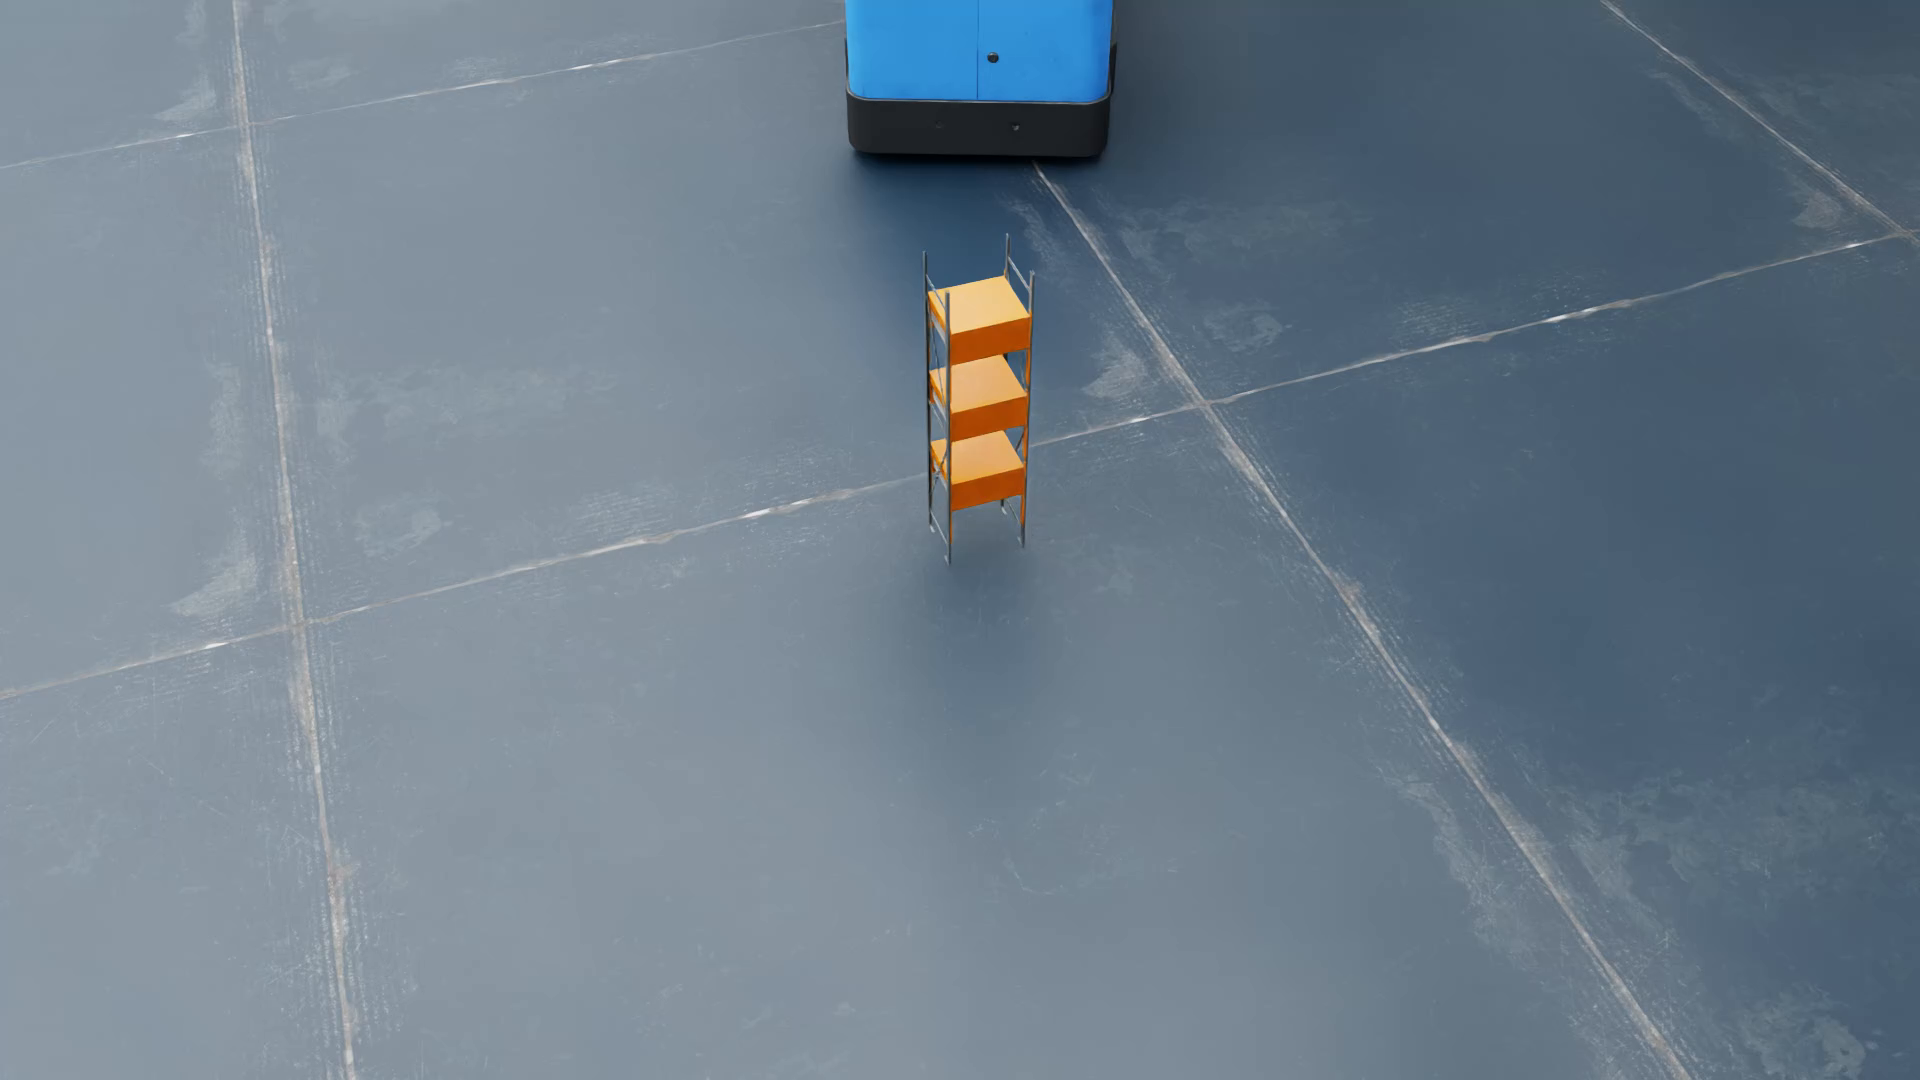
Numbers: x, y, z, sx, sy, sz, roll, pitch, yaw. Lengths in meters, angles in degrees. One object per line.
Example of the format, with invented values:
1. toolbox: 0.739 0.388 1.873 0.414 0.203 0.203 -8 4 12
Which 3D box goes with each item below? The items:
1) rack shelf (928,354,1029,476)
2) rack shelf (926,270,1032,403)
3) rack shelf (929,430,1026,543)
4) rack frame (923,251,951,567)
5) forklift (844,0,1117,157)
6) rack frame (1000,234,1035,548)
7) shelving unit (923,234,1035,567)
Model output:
1. rack shelf: 0.050 -0.376 4.898 0.240 0.259 0.215 -14 47 -14
2. rack shelf: 0.050 -0.576 4.697 0.240 0.259 0.215 -14 47 -14
3. rack shelf: 0.050 -0.180 5.095 0.240 0.259 0.215 -14 47 -14
4. rack frame: -0.064 -0.354 4.862 0.008 1.050 0.200 -14 47 -14
5. forklift: 0.118 -3.605 6.773 1.130 2.935 3.031 1 45 1
6. rack frame: 0.165 -0.413 4.920 0.008 1.050 0.200 -14 47 -14
7. shelving unit: 0.050 -0.383 4.891 0.252 1.050 0.215 -14 47 -14
